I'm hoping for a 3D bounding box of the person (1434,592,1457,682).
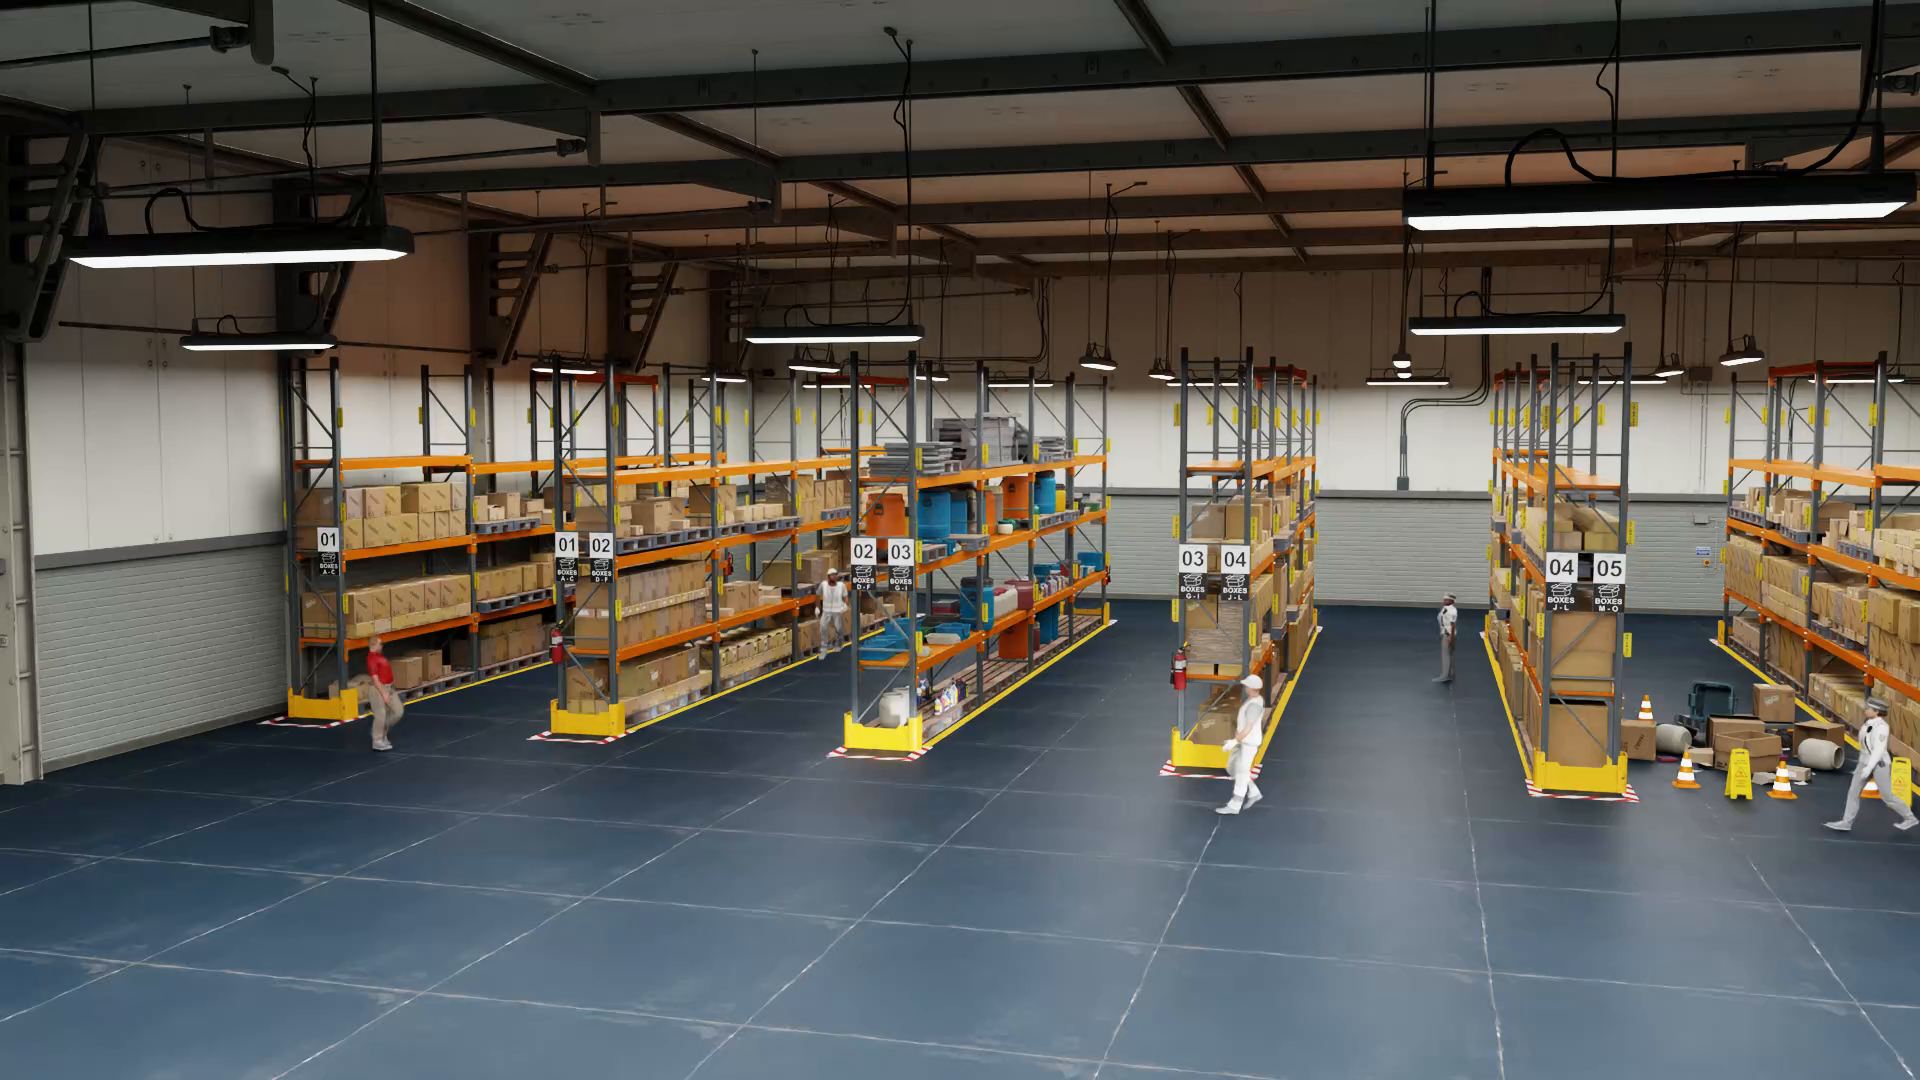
[{"bbox_3d":[9.247,1.837,31.698,0.409,1.697,0.492,1,4,12],"label":"person"}]

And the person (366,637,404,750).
[{"bbox_3d":[-8.687,2.302,24.939,0.493,1.723,0.558,1,4,18],"label":"person"}]

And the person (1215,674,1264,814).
[{"bbox_3d":[3.535,2.571,20.993,0.626,1.775,0.615,0,4,-4],"label":"person"}]

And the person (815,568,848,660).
[{"bbox_3d":[-2.553,1.459,33.237,0.746,1.802,0.876,1,4,15],"label":"person"}]

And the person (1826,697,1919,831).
[{"bbox_3d":[11.012,2.705,20.025,0.990,1.646,0.463,0,4,-1],"label":"person"}]
